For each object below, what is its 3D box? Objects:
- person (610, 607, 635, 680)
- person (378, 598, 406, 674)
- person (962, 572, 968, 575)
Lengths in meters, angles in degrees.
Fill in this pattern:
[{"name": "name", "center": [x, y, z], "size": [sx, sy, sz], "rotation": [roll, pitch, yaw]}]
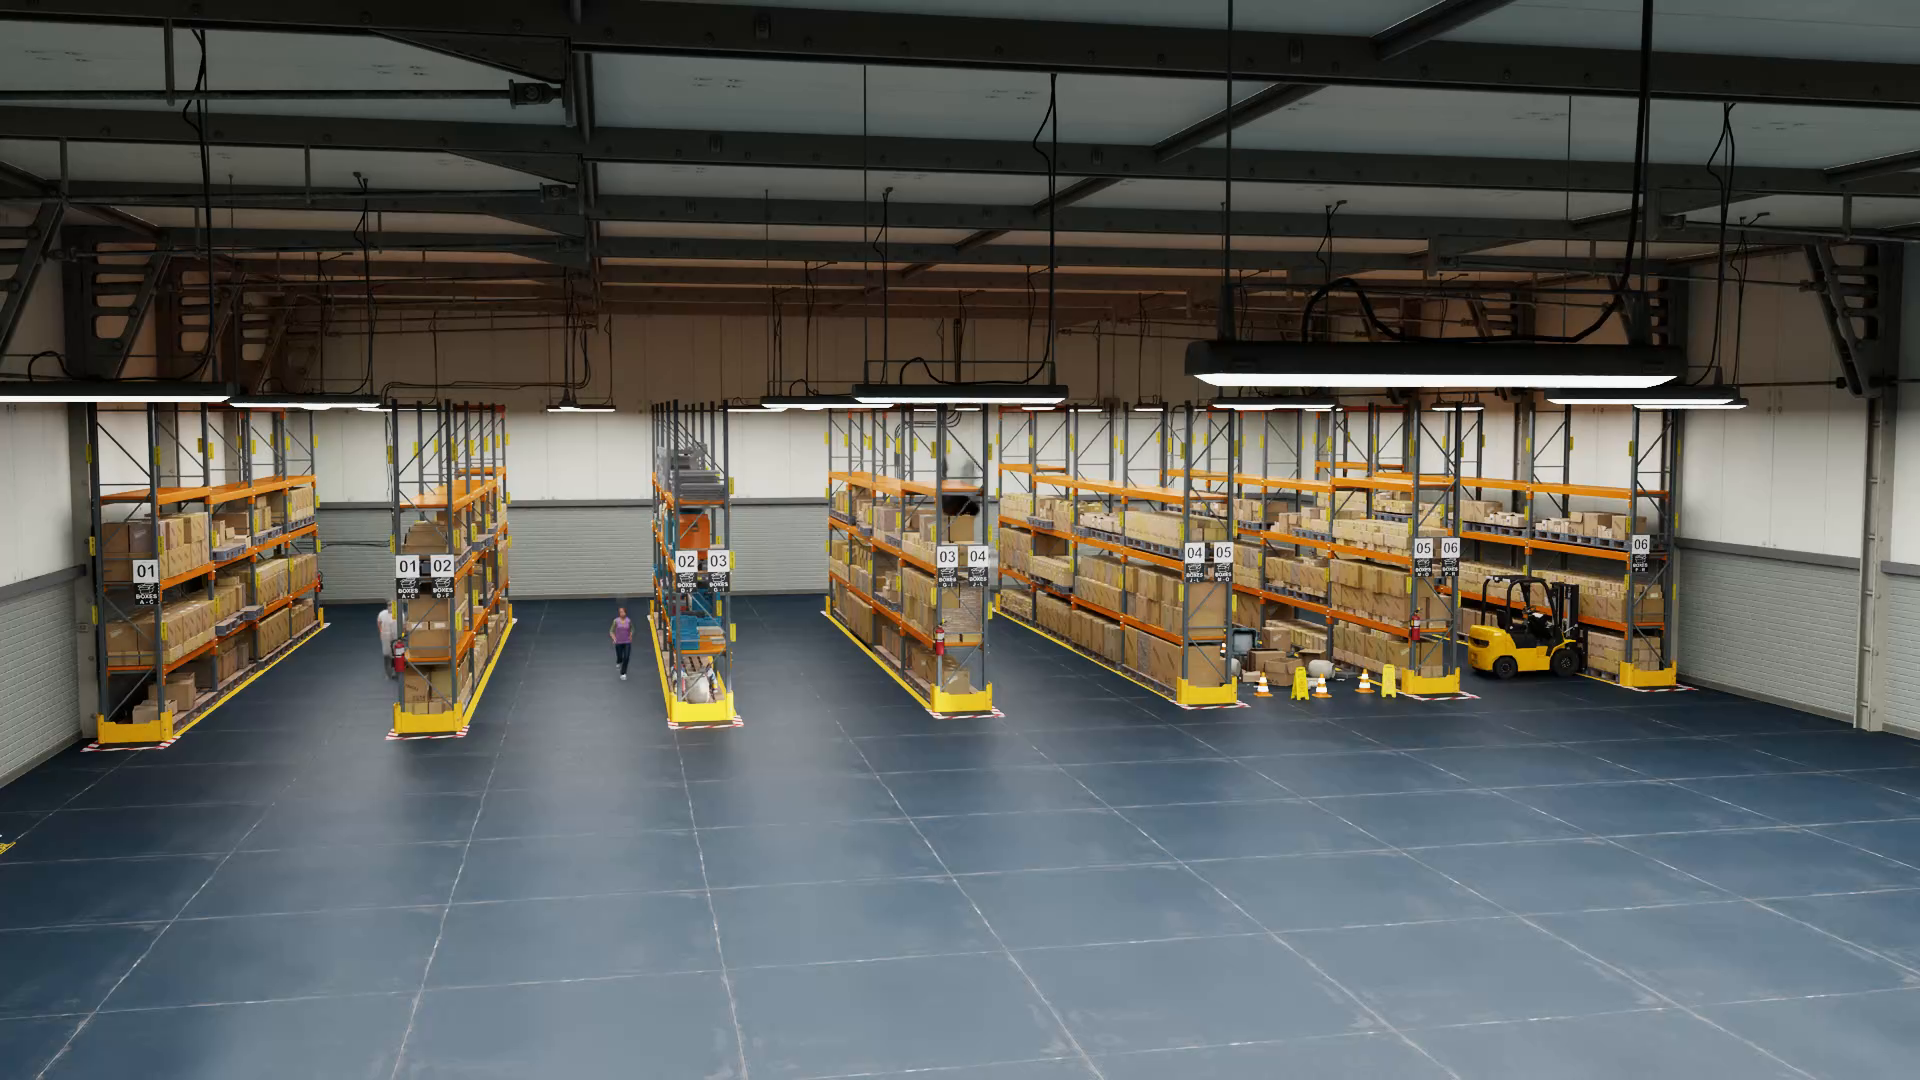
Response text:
[{"name": "person", "center": [-7.317, 2.280, 36.079], "size": [0.537, 1.469, 0.549], "rotation": [-1, 5, -19]}, {"name": "person", "center": [-12.272, 2.058, 35.940], "size": [0.570, 1.623, 0.832], "rotation": [-2, 5, -21]}, {"name": "person", "center": [0.212, 1.173, 49.368], "size": [0.660, 1.693, 0.720], "rotation": [-2, 5, -29]}]
